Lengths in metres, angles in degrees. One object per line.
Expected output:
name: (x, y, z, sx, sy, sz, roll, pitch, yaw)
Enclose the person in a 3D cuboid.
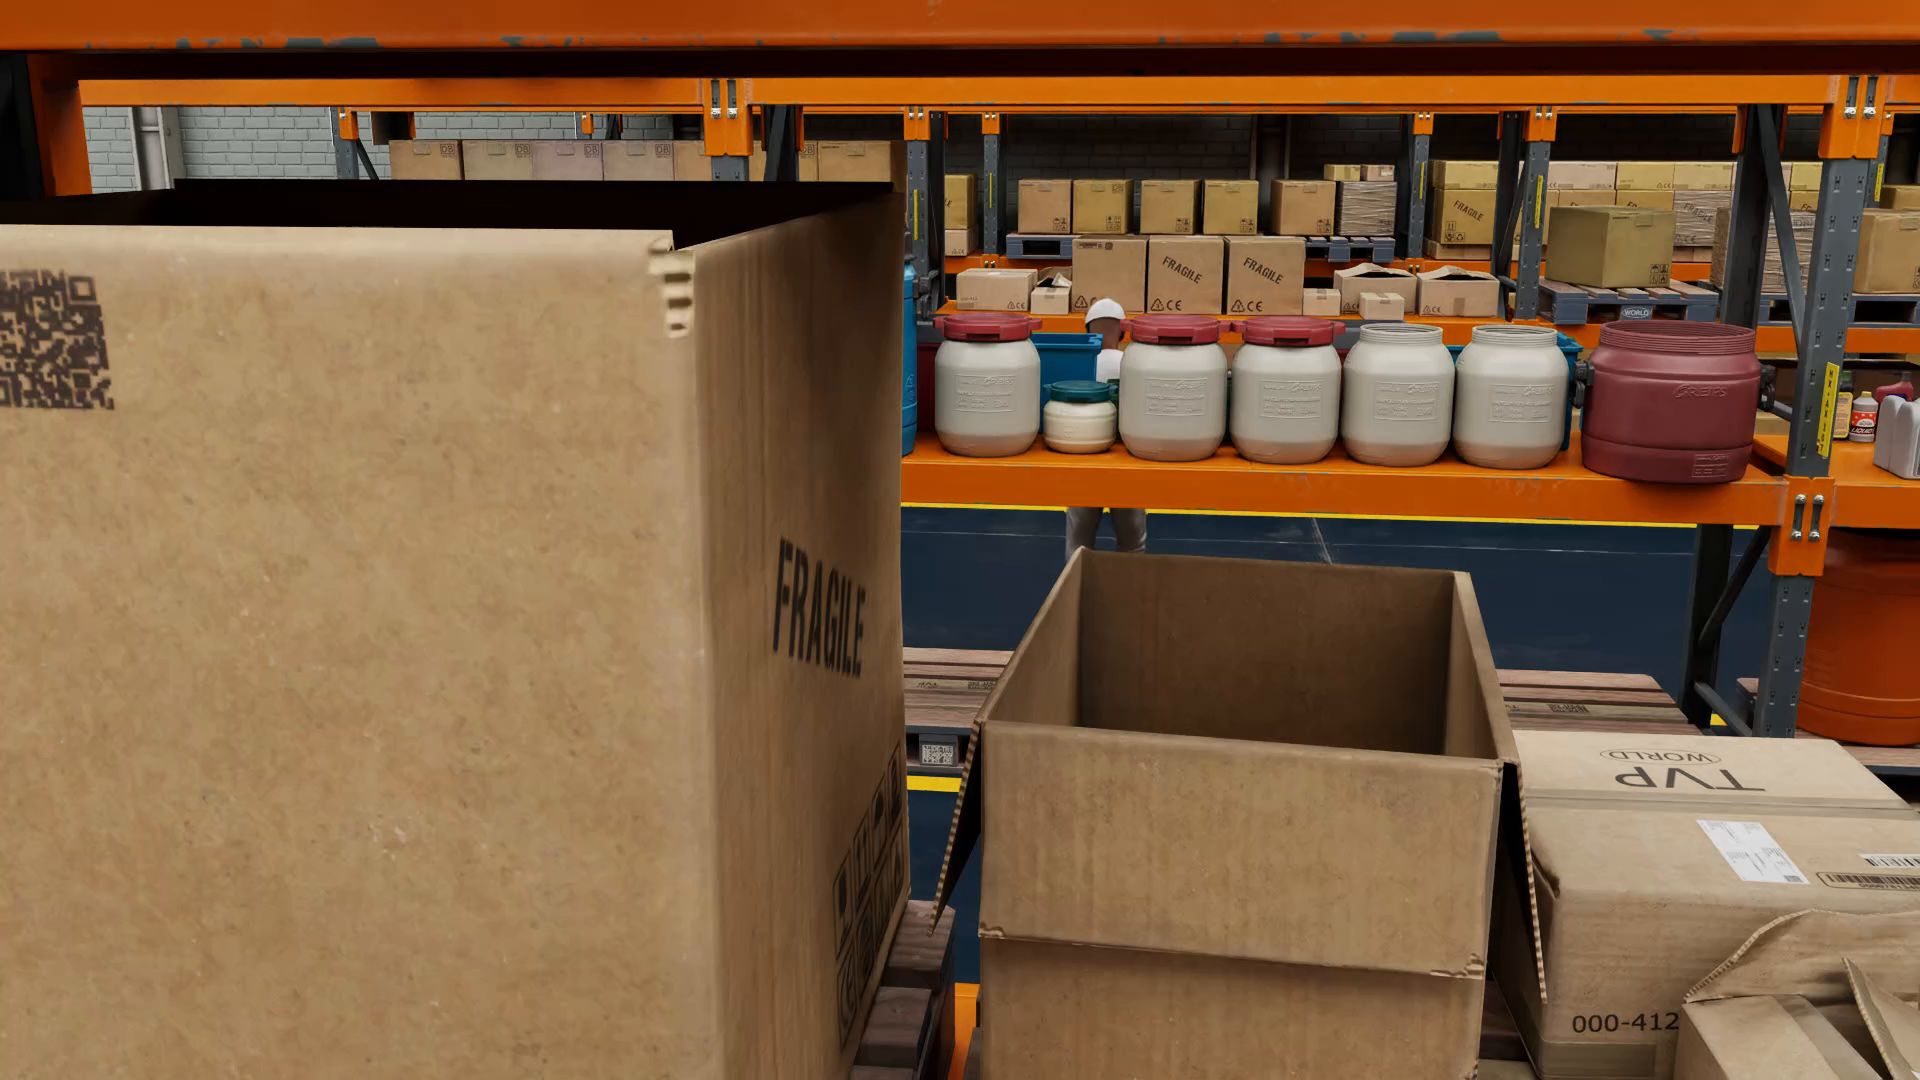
person: (0.711, -0.323, 8.293, 0.581, 1.738, 0.409, 2, 14, 8)
